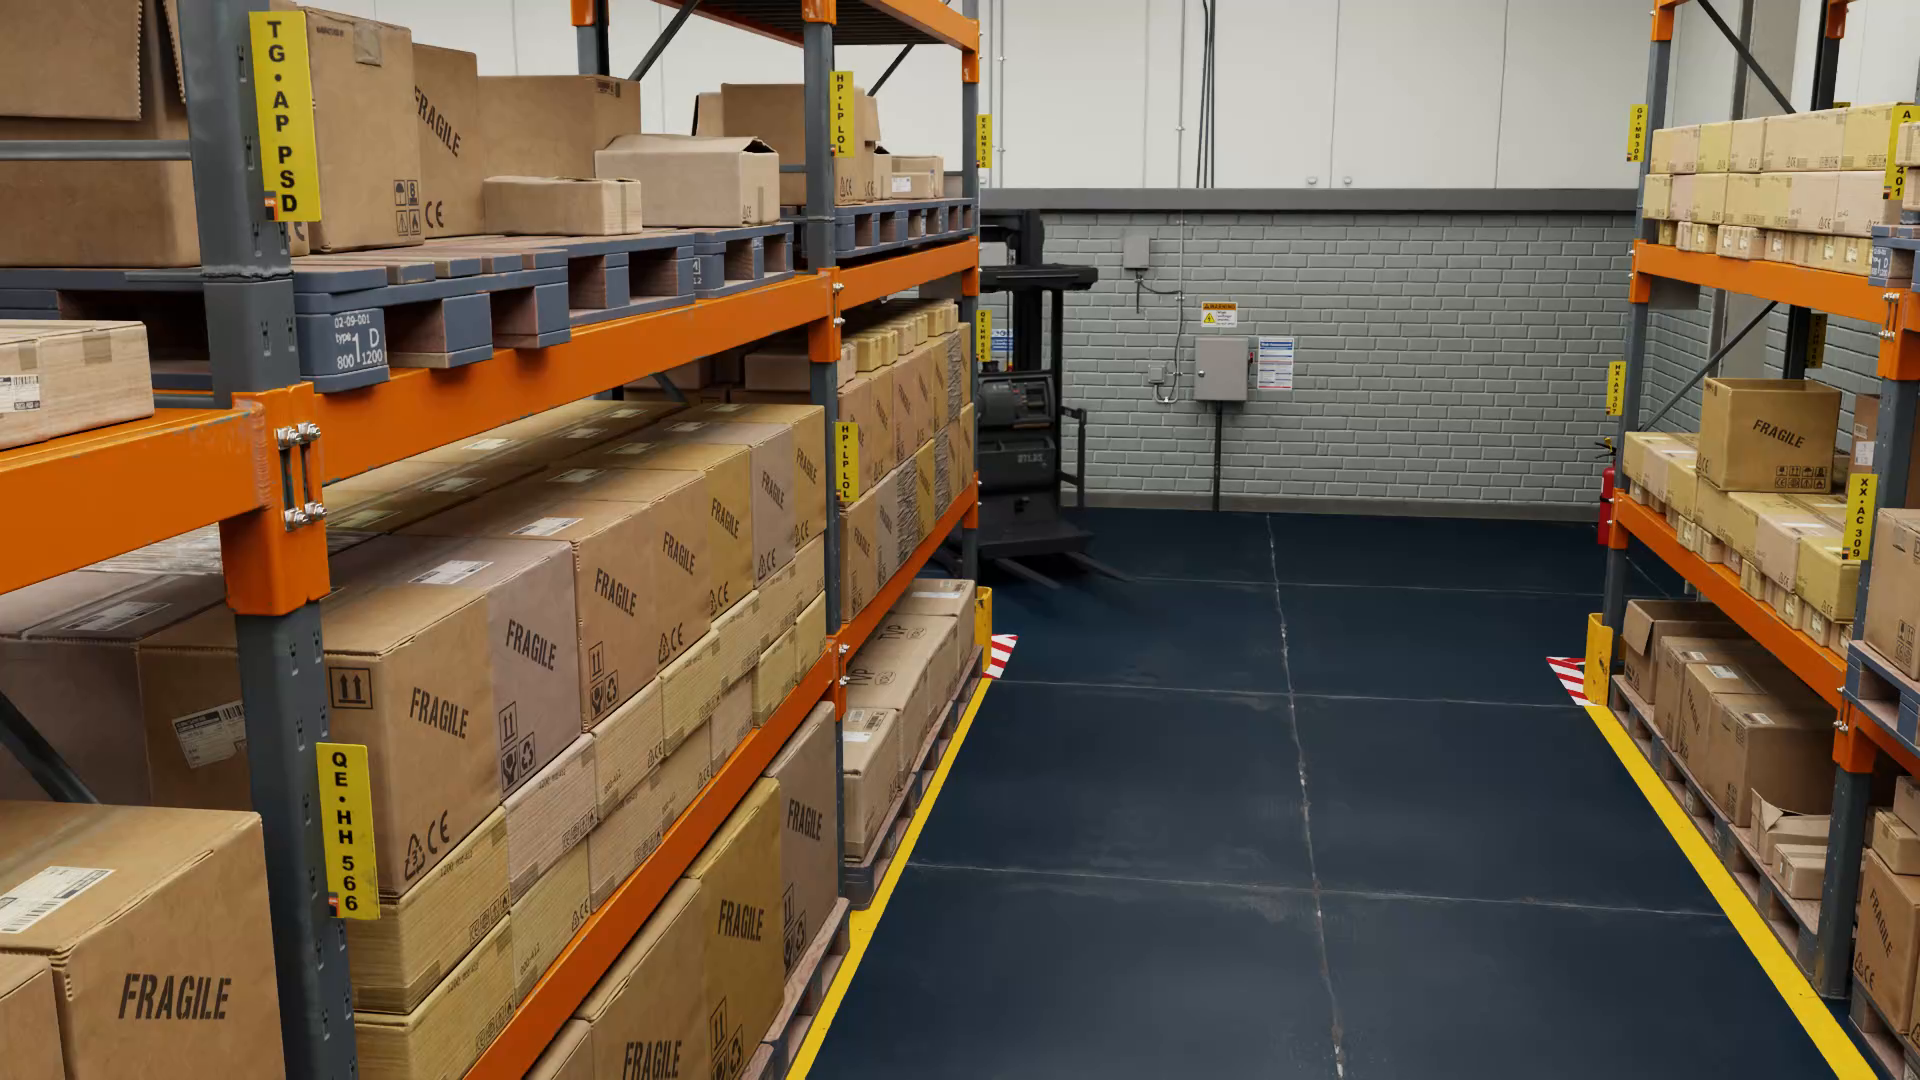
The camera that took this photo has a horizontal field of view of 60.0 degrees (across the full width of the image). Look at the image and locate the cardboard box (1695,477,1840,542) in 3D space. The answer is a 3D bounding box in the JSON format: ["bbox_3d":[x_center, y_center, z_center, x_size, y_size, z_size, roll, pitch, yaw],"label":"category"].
[{"bbox_3d":[3.973,-0.148,8.209,0.500,0.250,0.500,2,12,7],"label":"cardboard box"}]

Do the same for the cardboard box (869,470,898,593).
[{"bbox_3d":[-0.590,-0.049,7.865,0.500,0.500,0.500,2,12,9],"label":"cardboard box"}]

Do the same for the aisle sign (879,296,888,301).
[{"bbox_3d":[-0.662,-1.934,10.679,0.394,0.787,0.004,2,12,9],"label":"aisle sign"}]

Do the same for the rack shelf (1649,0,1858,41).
[{"bbox_3d":[4.211,-2.642,7.609,1.077,0.370,4.000,2,12,9],"label":"rack shelf"}]

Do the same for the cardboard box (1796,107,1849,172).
[{"bbox_3d":[3.812,-1.648,6.864,0.500,0.250,0.500,2,12,8],"label":"cardboard box"}]

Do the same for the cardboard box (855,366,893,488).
[{"bbox_3d":[-0.606,-0.540,7.770,0.500,0.500,0.500,2,12,8],"label":"cardboard box"}]

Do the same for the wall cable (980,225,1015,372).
[{"bbox_3d":[0.457,-2.326,16.179,0.585,1.953,0.123,2,12,9],"label":"wall cable"}]

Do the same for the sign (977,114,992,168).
[{"bbox_3d":[0.147,-2.479,10.344,0.100,0.325,0.005,2,12,9],"label":"sign"}]

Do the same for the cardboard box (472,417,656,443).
[{"bbox_3d":[-1.405,-0.155,5.983,0.500,0.500,0.500,2,12,8],"label":"cardboard box"}]

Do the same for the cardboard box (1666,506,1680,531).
[{"bbox_3d":[4.098,-0.136,9.100,0.380,0.149,0.250,2,12,10],"label":"cardboard box"}]

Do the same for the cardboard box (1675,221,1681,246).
[{"bbox_3d":[4.225,-1.708,9.277,0.380,0.149,0.250,2,12,10],"label":"cardboard box"}]

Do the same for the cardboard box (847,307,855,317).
[{"bbox_3d":[-0.838,-1.322,9.856,0.380,0.149,0.250,2,12,10],"label":"cardboard box"}]

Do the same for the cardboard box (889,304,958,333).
[{"bbox_3d":[-0.216,-1.303,9.768,0.380,0.149,0.250,2,12,8],"label":"cardboard box"}]

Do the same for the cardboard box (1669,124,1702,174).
[{"bbox_3d":[4.105,-2.072,8.833,0.500,0.250,0.500,2,12,8],"label":"cardboard box"}]

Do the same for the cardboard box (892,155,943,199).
[{"bbox_3d":[-0.367,-2.190,10.036,0.500,0.250,0.500,1,12,3],"label":"cardboard box"}]

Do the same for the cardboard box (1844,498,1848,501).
[{"bbox_3d":[4.398,-0.025,7.639,0.500,0.250,0.500,2,12,10],"label":"cardboard box"}]

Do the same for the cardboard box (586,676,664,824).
[{"bbox_3d":[-1.126,0.547,4.506,0.500,0.250,0.500,2,12,8],"label":"cardboard box"}]

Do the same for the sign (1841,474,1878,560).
[{"bbox_3d":[3.366,-0.086,6.216,0.100,0.325,0.005,2,12,9],"label":"sign"}]

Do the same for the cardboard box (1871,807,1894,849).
[{"bbox_3d":[4.238,1.333,7.075,0.500,0.311,0.500,2,12,11],"label":"cardboard box"}]

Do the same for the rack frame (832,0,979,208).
[{"bbox_3d":[-0.387,-3.572,10.207,1.000,3.000,0.127,2,12,9],"label":"rack frame"}]

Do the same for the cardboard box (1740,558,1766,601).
[{"bbox_3d":[3.816,0.184,7.615,0.380,0.149,0.250,2,12,8],"label":"cardboard box"}]

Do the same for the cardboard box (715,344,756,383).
[{"bbox_3d":[-1.121,-0.787,7.375,0.380,0.149,0.250,2,12,10],"label":"cardboard box"}]

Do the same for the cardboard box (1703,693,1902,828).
[{"bbox_3d":[4.001,1.055,7.917,0.700,0.500,0.500,1,12,7],"label":"cardboard box"}]

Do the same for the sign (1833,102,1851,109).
[{"bbox_3d":[5.064,-2.356,9.585,0.100,0.325,0.005,2,12,9],"label":"sign"}]

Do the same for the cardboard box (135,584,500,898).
[{"bbox_3d":[-1.300,0.394,3.436,0.500,0.500,0.500,1,12,7],"label":"cardboard box"}]

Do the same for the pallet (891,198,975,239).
[{"bbox_3d":[-0.491,-1.907,9.815,1.003,0.211,1.213,2,12,9],"label":"pallet"}]

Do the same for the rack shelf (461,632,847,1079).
[{"bbox_3d":[-1.310,0.961,5.120,1.077,0.370,4.000,2,12,9],"label":"rack shelf"}]

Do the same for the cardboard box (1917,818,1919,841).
[{"bbox_3d":[3.592,1.029,5.788,0.380,0.149,0.250,1,12,6],"label":"cardboard box"}]

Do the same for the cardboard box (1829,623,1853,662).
[{"bbox_3d":[3.703,0.402,6.606,0.380,0.149,0.250,2,12,9],"label":"cardboard box"}]

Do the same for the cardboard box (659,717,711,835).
[{"bbox_3d":[-1.073,0.686,5.044,0.500,0.250,0.500,2,12,9],"label":"cardboard box"}]

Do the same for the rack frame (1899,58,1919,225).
[{"bbox_3d":[3.903,-2.579,5.601,1.000,3.000,0.127,2,12,9],"label":"rack frame"}]

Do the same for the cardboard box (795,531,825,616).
[{"bbox_3d":[-0.830,0.122,6.476,0.500,0.250,0.500,2,12,9],"label":"cardboard box"}]

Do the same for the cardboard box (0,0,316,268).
[{"bbox_3d":[-1.708,-0.779,3.128,0.797,0.503,0.637,1,12,5],"label":"cardboard box"}]

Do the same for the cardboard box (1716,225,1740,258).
[{"bbox_3d":[3.908,-1.448,8.068,0.380,0.149,0.250,2,12,9],"label":"cardboard box"}]

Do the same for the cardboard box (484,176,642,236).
[{"bbox_3d":[-1.145,-0.965,4.791,0.380,0.166,0.250,3,13,13],"label":"cardboard box"}]

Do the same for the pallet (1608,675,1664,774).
[{"bbox_3d":[4.385,1.066,9.547,1.003,0.211,1.213,2,12,9],"label":"pallet"}]

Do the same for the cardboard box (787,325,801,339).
[{"bbox_3d":[-1.010,-1.000,8.362,0.380,0.149,0.250,2,12,7],"label":"cardboard box"}]

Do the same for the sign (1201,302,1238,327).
[{"bbox_3d":[2.488,-2.164,15.954,0.339,0.242,0.001,2,12,9],"label":"sign"}]

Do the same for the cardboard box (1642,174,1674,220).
[{"bbox_3d":[4.180,-1.934,9.378,0.500,0.250,0.500,2,12,8],"label":"cardboard box"}]

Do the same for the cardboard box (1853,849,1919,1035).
[{"bbox_3d":[3.606,1.464,6.019,0.500,0.500,0.500,2,12,11],"label":"cardboard box"}]

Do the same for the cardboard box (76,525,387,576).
[{"bbox_3d":[-1.726,0.265,4.032,0.500,0.500,0.500,2,12,10],"label":"cardboard box"}]

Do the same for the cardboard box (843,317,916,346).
[{"bbox_3d":[-0.445,-1.091,8.787,0.380,0.149,0.250,2,12,10],"label":"cardboard box"}]

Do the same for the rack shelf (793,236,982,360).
[{"bbox_3d":[-0.695,-1.338,8.667,1.077,0.370,4.000,2,12,9],"label":"rack shelf"}]

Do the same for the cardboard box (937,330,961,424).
[{"bbox_3d":[-0.277,-0.959,9.713,0.500,0.500,0.500,2,12,9],"label":"cardboard box"}]

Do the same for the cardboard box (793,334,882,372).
[{"bbox_3d":[-0.577,-0.877,7.792,0.380,0.149,0.250,2,12,8],"label":"cardboard box"}]

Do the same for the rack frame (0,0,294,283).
[{"bbox_3d":[-1.617,-1.907,2.480,1.000,3.000,0.127,2,12,9],"label":"rack frame"}]

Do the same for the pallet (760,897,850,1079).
[{"bbox_3d":[-1.046,1.720,6.513,1.003,0.211,1.213,2,12,9],"label":"pallet"}]

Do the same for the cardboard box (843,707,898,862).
[{"bbox_3d":[-0.800,1.113,7.792,0.875,0.438,0.875,2,12,8],"label":"cardboard box"}]

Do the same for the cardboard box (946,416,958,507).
[{"bbox_3d":[-0.292,-0.475,9.841,0.500,0.500,0.500,2,12,7],"label":"cardboard box"}]

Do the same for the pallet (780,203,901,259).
[{"bbox_3d":[-0.866,-1.399,7.458,1.003,0.211,1.213,2,12,9],"label":"pallet"}]

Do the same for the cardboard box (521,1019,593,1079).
[{"bbox_3d":[-1.429,1.718,3.946,0.875,0.875,0.875,2,12,8],"label":"cardboard box"}]

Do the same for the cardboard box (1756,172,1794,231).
[{"bbox_3d":[3.890,-1.508,7.402,0.500,0.250,0.500,2,12,10],"label":"cardboard box"}]

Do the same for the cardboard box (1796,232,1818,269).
[{"bbox_3d":[3.799,-1.232,7.066,0.380,0.149,0.250,2,12,8],"label":"cardboard box"}]

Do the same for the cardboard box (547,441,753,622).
[{"bbox_3d":[-0.992,-0.030,5.403,0.500,0.500,0.500,2,12,10],"label":"cardboard box"}]

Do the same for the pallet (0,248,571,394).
[{"bbox_3d":[-1.571,-0.484,3.446,1.213,0.211,1.003,2,12,11],"label":"pallet"}]

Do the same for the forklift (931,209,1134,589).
[{"bbox_3d":[0.429,-1.179,13.507,1.130,2.935,3.031,-5,13,-22],"label":"forklift"}]

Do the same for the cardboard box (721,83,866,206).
[{"bbox_3d":[-0.704,-1.692,7.131,0.500,0.500,0.500,2,12,10],"label":"cardboard box"}]
